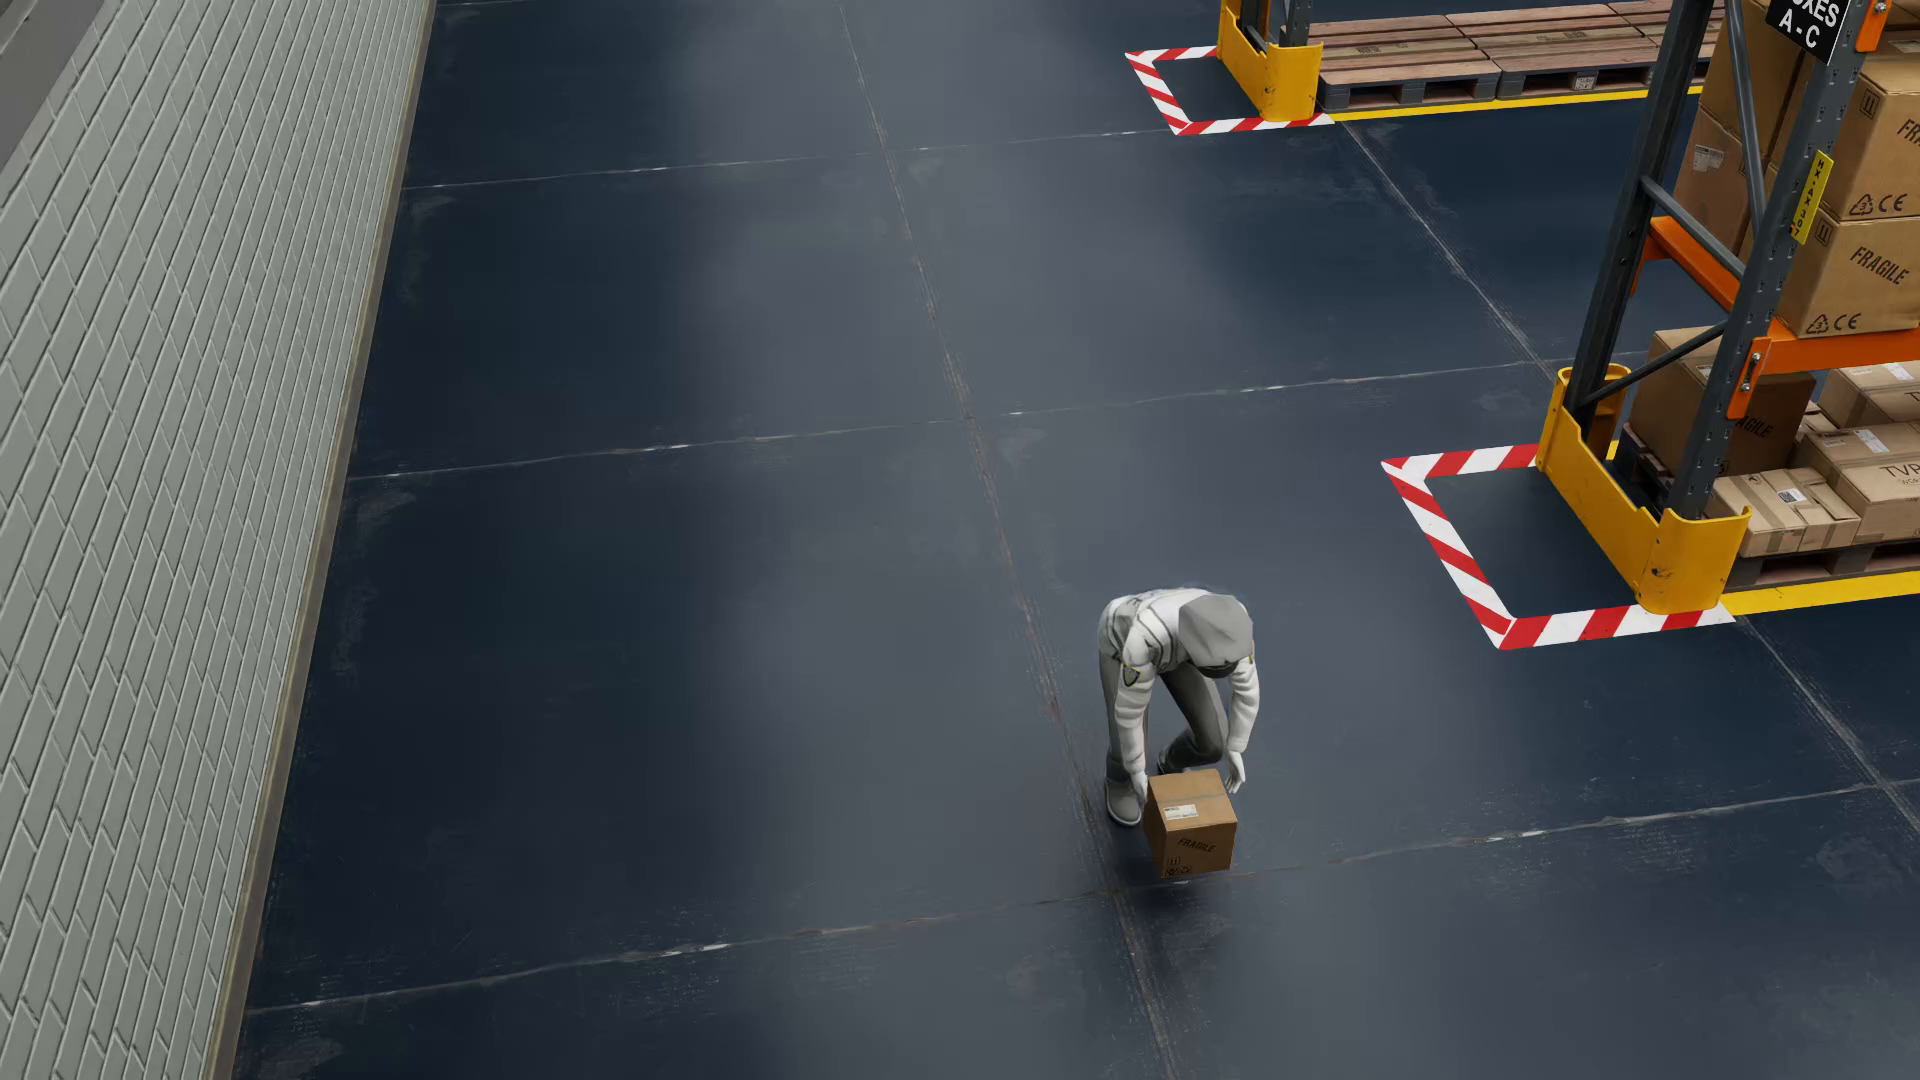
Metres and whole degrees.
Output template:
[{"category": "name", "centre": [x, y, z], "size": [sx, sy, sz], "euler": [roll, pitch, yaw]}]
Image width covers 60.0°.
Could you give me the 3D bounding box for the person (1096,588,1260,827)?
[{"category": "person", "centre": [0.764, 0.531, 5.879], "size": [0.524, 1.188, 0.789], "euler": [-6, 39, -8]}]
